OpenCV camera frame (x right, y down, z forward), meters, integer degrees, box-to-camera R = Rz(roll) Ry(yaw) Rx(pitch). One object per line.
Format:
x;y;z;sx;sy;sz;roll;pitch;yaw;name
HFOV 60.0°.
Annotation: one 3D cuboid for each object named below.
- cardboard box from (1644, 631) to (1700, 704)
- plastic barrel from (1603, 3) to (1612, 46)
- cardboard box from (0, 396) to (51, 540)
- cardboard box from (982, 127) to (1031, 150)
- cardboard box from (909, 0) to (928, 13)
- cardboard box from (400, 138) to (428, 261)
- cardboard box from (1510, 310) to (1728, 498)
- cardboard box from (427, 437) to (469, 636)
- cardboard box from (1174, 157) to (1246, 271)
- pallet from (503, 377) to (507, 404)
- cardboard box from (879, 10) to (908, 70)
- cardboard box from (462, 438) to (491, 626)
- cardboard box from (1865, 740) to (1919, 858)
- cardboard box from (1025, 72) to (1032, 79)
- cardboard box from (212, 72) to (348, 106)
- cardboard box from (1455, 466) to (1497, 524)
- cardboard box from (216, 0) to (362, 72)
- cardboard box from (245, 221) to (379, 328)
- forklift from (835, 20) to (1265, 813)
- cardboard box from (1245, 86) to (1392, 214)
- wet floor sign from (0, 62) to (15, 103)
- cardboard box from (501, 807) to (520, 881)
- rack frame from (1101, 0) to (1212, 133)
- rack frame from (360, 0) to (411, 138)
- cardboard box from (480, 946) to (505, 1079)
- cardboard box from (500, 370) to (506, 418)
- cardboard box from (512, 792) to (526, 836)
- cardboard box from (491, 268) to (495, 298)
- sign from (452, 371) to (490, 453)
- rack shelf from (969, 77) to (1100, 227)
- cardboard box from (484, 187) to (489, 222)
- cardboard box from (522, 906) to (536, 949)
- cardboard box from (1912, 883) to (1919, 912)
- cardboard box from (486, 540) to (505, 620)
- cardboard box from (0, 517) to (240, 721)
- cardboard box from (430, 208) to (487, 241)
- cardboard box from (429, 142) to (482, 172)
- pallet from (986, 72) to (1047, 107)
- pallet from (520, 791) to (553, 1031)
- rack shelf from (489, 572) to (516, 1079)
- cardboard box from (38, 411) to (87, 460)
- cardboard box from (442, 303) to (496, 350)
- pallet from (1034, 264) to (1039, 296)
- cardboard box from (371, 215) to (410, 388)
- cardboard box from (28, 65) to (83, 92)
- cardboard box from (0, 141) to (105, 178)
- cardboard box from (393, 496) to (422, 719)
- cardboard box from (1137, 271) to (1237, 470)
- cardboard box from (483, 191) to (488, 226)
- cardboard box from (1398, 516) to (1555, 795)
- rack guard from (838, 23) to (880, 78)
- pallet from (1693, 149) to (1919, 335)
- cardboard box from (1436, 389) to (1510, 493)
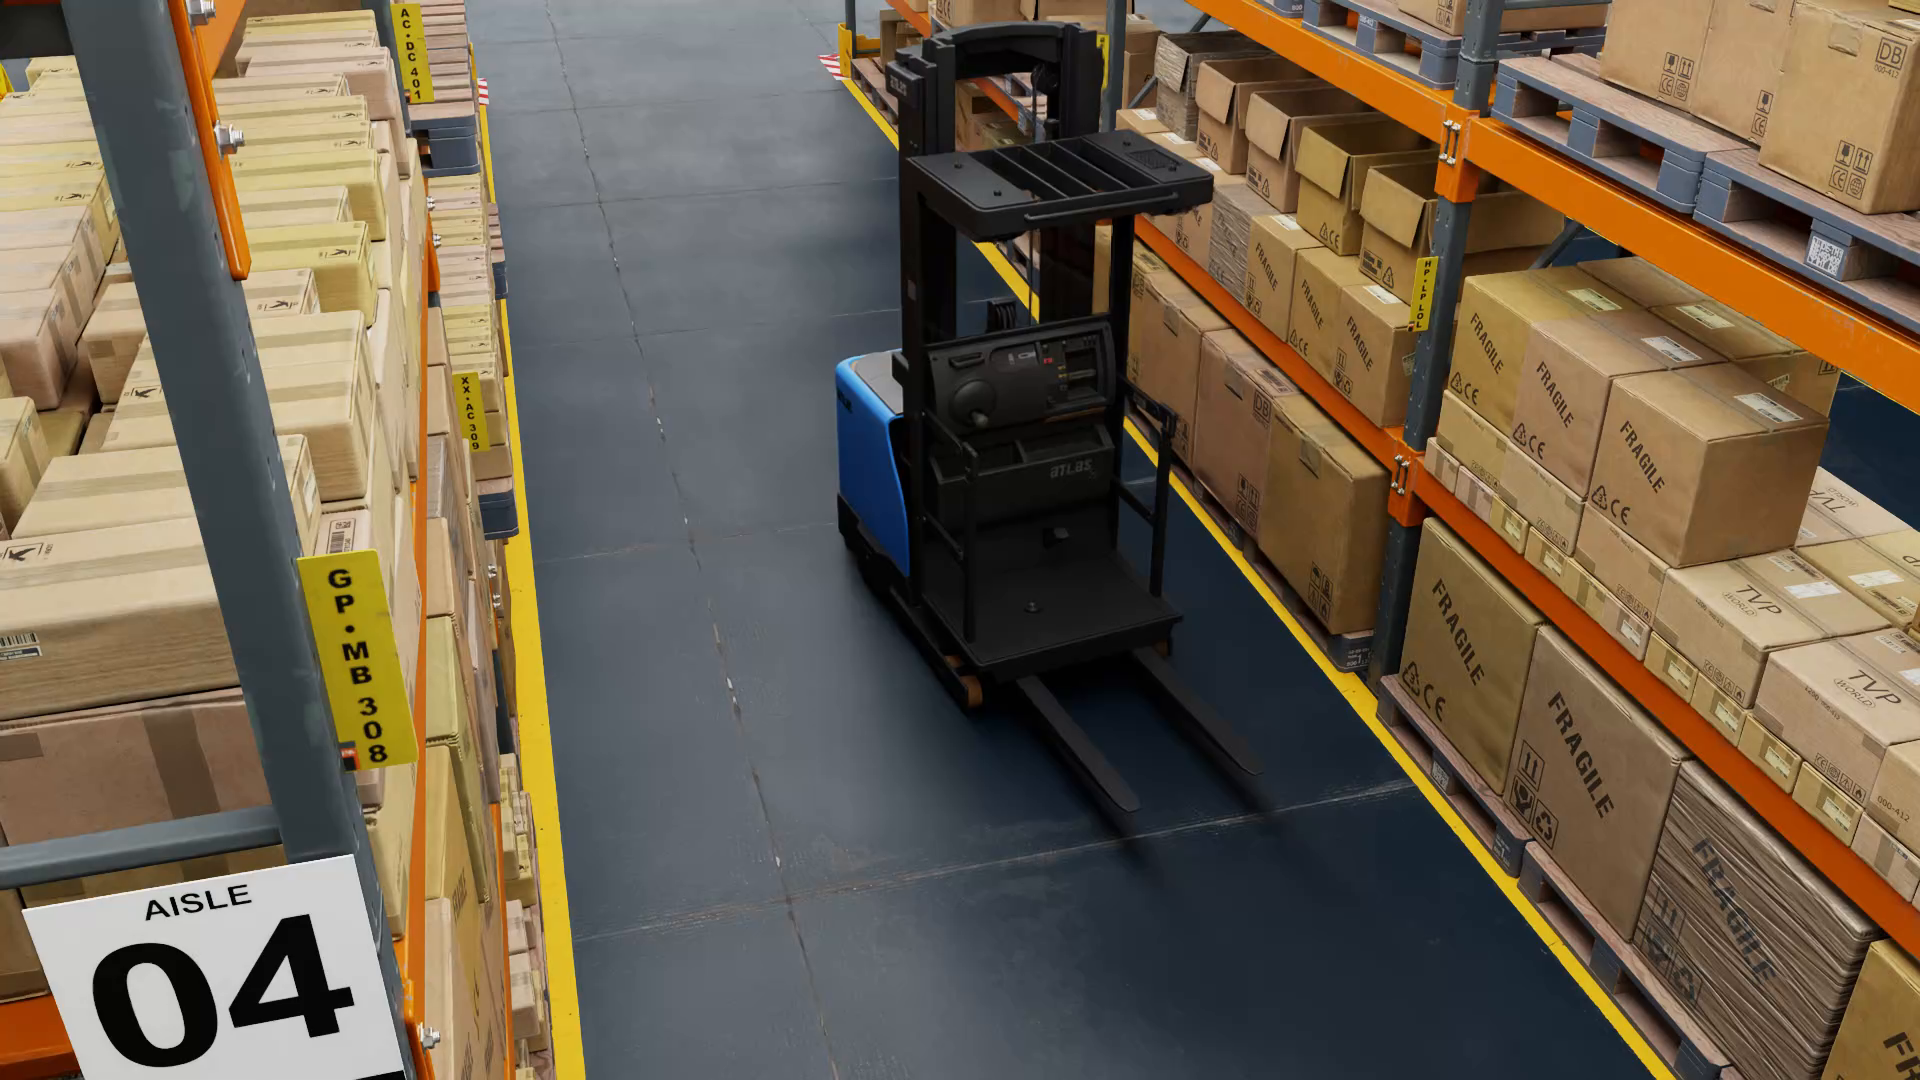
2.631;0.413;5.793;0.380;0.149;0.250;-9;31;-15;cardboard box
5.347;-4.371;13.672;0.433;0.535;0.433;0;30;0;plastic barrel
-1.701;-0.093;2.674;0.380;0.149;0.250;-9;31;-15;cardboard box
0.585;-3.076;13.625;0.700;0.500;0.500;-8;31;-14;cardboard box
-0.245;-4.812;14.820;0.380;0.149;0.250;-8;31;-13;cardboard box
-1.960;-1.057;5.237;0.500;0.250;0.500;-7;31;-12;cardboard box
2.462;-0.520;6.258;0.500;0.500;0.500;-8;31;-13;cardboard box
-1.701;0.060;4.758;0.500;0.500;0.500;-7;31;-12;cardboard box
1.542;-1.844;9.342;0.500;0.500;0.500;-8;31;-14;cardboard box
-3.549;-1.141;11.010;1.003;0.211;1.213;-8;31;-13;pallet
-0.577;-5.227;17.363;0.500;0.500;0.500;-2;30;-4;cardboard box
-1.950;-0.001;5.860;0.500;0.500;0.500;-8;31;-13;cardboard box
3.001;0.789;4.746;0.500;0.250;0.500;-8;31;-14;cardboard box
0.693;-3.460;11.949;0.396;0.266;0.258;-9;31;-15;cardboard box
-1.863;-1.151;4.503;0.380;0.149;0.250;-7;31;-12;cardboard box
2.286;-0.213;6.874;0.380;0.149;0.250;-9;31;-15;cardboard box
-2.345;-1.746;5.758;0.700;0.500;0.500;-8;31;-13;cardboard box
-1.420;-0.536;3.440;0.380;0.149;0.250;-7;31;-12;cardboard box
0.387;-0.713;7.556;1.130;2.935;3.031;-13;32;-21;forklift
1.930;-2.051;8.699;0.797;0.503;0.637;-7;31;-12;cardboard box
-9.300;-4.329;16.084;0.267;0.644;0.232;2;30;4;wet floor sign
-1.826;1.144;6.111;0.380;0.149;0.250;-8;31;-14;cardboard box
1.396;-2.567;10.691;1.000;3.000;0.127;-8;31;-13;rack frame
-2.351;-2.621;4.796;1.000;3.000;0.127;-8;31;-13;rack frame
-1.308;1.226;3.740;0.500;0.500;0.500;-8;31;-13;cardboard box
-2.154;-0.604;7.130;0.380;0.149;0.250;-8;31;-13;cardboard box
-1.877;1.137;6.420;0.380;0.149;0.250;-9;31;-16;cardboard box
-2.503;-1.232;8.216;0.380;0.149;0.250;-7;31;-12;cardboard box
-1.830;-0.475;6.213;0.100;0.325;0.005;-8;31;-13;sign
0.866;-3.222;12.540;1.077;0.370;4.000;-8;31;-13;rack shelf
-2.838;-1.853;9.288;0.380;0.149;0.250;-7;31;-12;cardboard box
-1.797;1.427;6.217;0.380;0.149;0.250;-9;31;-15;cardboard box
2.971;1.030;4.728;0.380;0.149;0.250;-8;31;-13;cardboard box
-2.292;0.159;7.309;0.500;0.250;0.500;-9;31;-15;cardboard box
-1.155;0.098;2.344;0.380;0.149;0.250;-8;31;-14;cardboard box
-2.499;-1.487;8.062;0.380;0.149;0.250;-6;31;-11;cardboard box
-2.840;-2.111;9.141;0.380;0.149;0.250;-9;31;-15;cardboard box
0.832;-3.435;12.382;1.003;0.211;1.213;-8;31;-13;pallet
-2.138;1.502;6.445;1.003;0.211;1.213;-8;31;-13;pallet
-1.820;1.252;4.810;1.077;0.370;4.000;-8;31;-13;rack shelf
-1.794;0.022;2.874;0.500;0.250;0.500;-9;31;-15;cardboard box
-2.157;-0.865;6.987;0.380;0.149;0.250;-8;31;-13;cardboard box
1.190;-1.738;12.042;1.003;0.211;1.213;-8;31;-13;pallet
-1.553;-0.531;3.829;0.500;0.250;0.500;-9;31;-15;cardboard box
-2.346;-1.225;4.630;0.380;0.149;0.250;-8;31;-14;cardboard box
-2.205;-0.833;3.953;0.380;0.149;0.250;-6;31;-11;cardboard box
-1.297;0.168;3.121;0.500;0.250;0.500;-7;31;-12;cardboard box
1.789;-1.062;9.792;1.225;0.875;0.875;-8;31;-13;cardboard box
-2.697;-1.725;8.771;0.380;0.149;0.250;-7;31;-12;cardboard box
2.556;0.432;7.212;0.875;0.875;0.875;-8;31;-13;cardboard box
-0.707;-5.313;17.930;1.175;0.500;0.348;-8;31;-13;rack guard
2.985;-0.911;4.923;1.003;0.211;1.213;-8;31;-13;pallet
2.330;-0.438;6.864;0.500;0.250;0.500;-8;31;-14;cardboard box
